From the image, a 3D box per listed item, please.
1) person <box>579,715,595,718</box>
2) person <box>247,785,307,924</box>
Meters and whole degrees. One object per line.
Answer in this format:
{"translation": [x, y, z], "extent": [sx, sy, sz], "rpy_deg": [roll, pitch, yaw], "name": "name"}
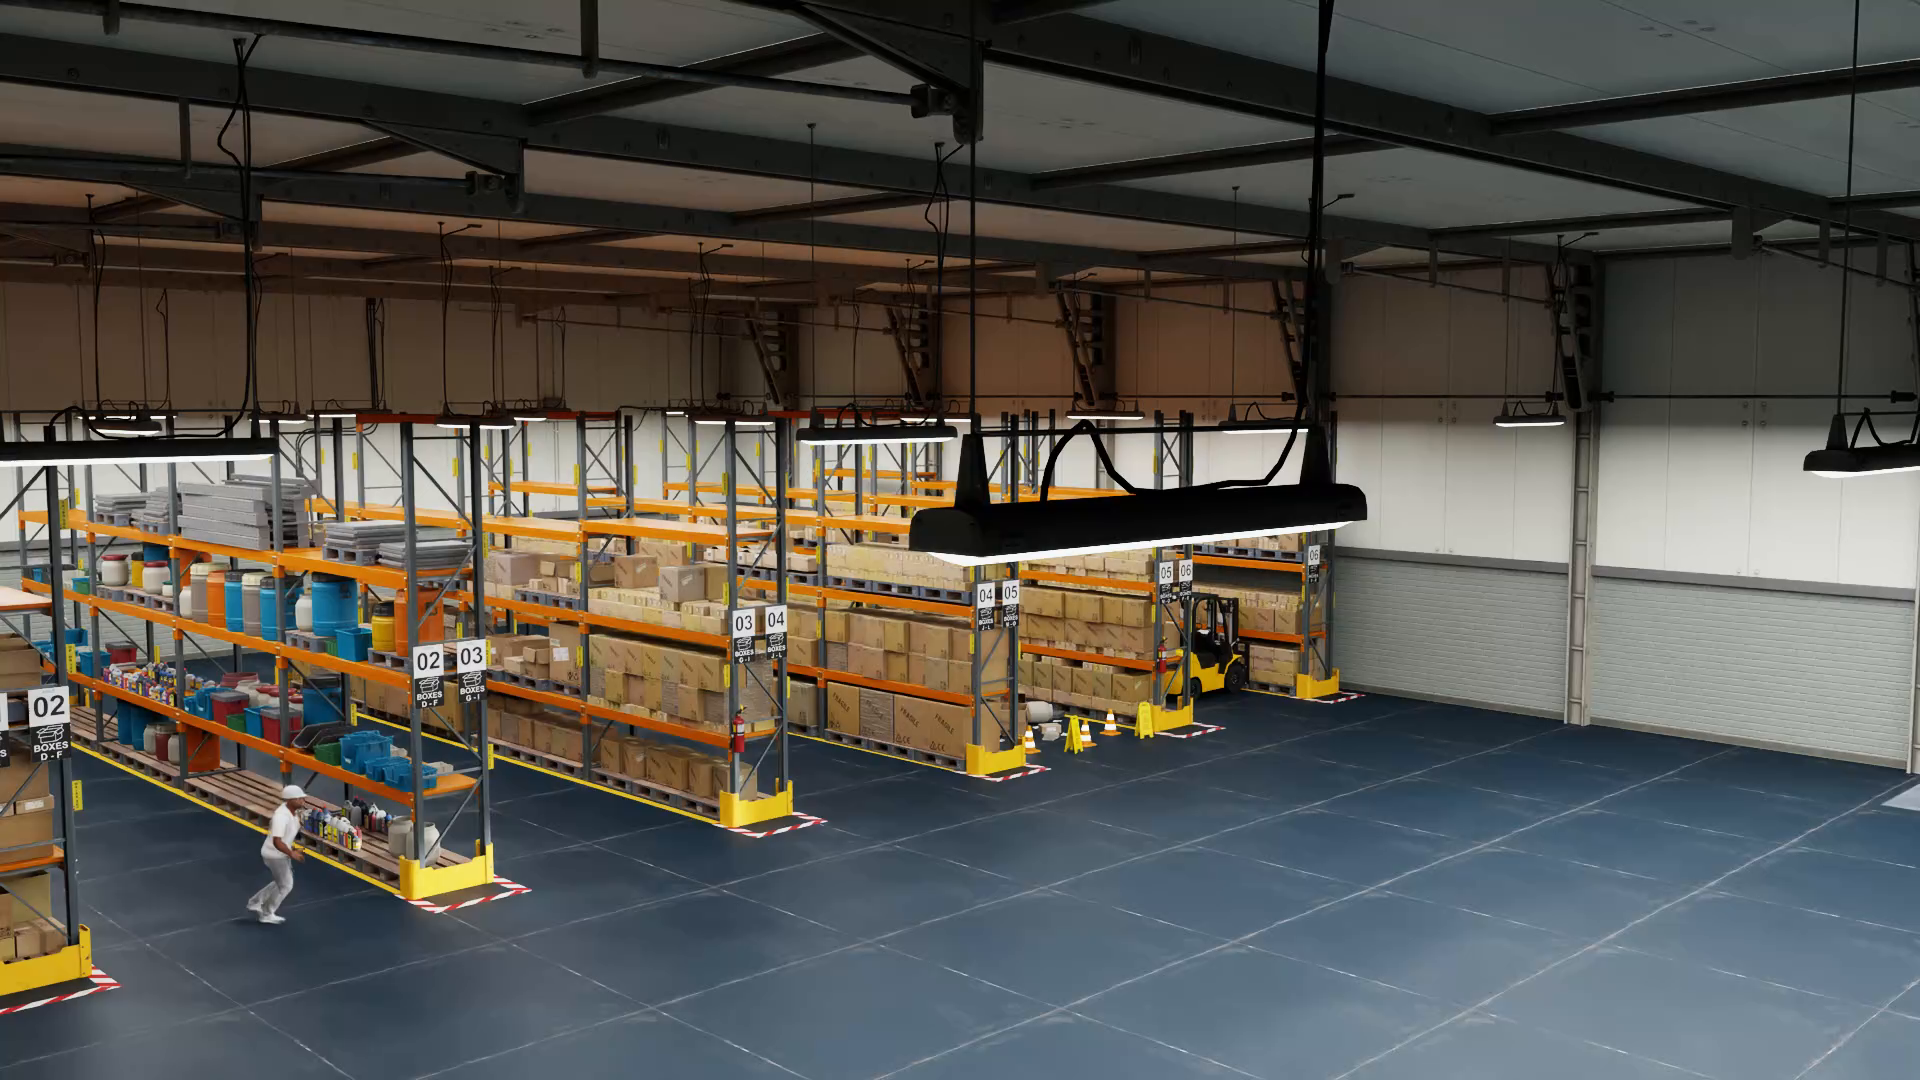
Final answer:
{"translation": [-6.957, 2.832, 31.424], "extent": [0.712, 1.559, 0.572], "rpy_deg": [2, 5, 26], "name": "person"}
{"translation": [-8.185, 3.770, 19.908], "extent": [0.761, 1.685, 0.680], "rpy_deg": [-1, 5, -14], "name": "person"}
